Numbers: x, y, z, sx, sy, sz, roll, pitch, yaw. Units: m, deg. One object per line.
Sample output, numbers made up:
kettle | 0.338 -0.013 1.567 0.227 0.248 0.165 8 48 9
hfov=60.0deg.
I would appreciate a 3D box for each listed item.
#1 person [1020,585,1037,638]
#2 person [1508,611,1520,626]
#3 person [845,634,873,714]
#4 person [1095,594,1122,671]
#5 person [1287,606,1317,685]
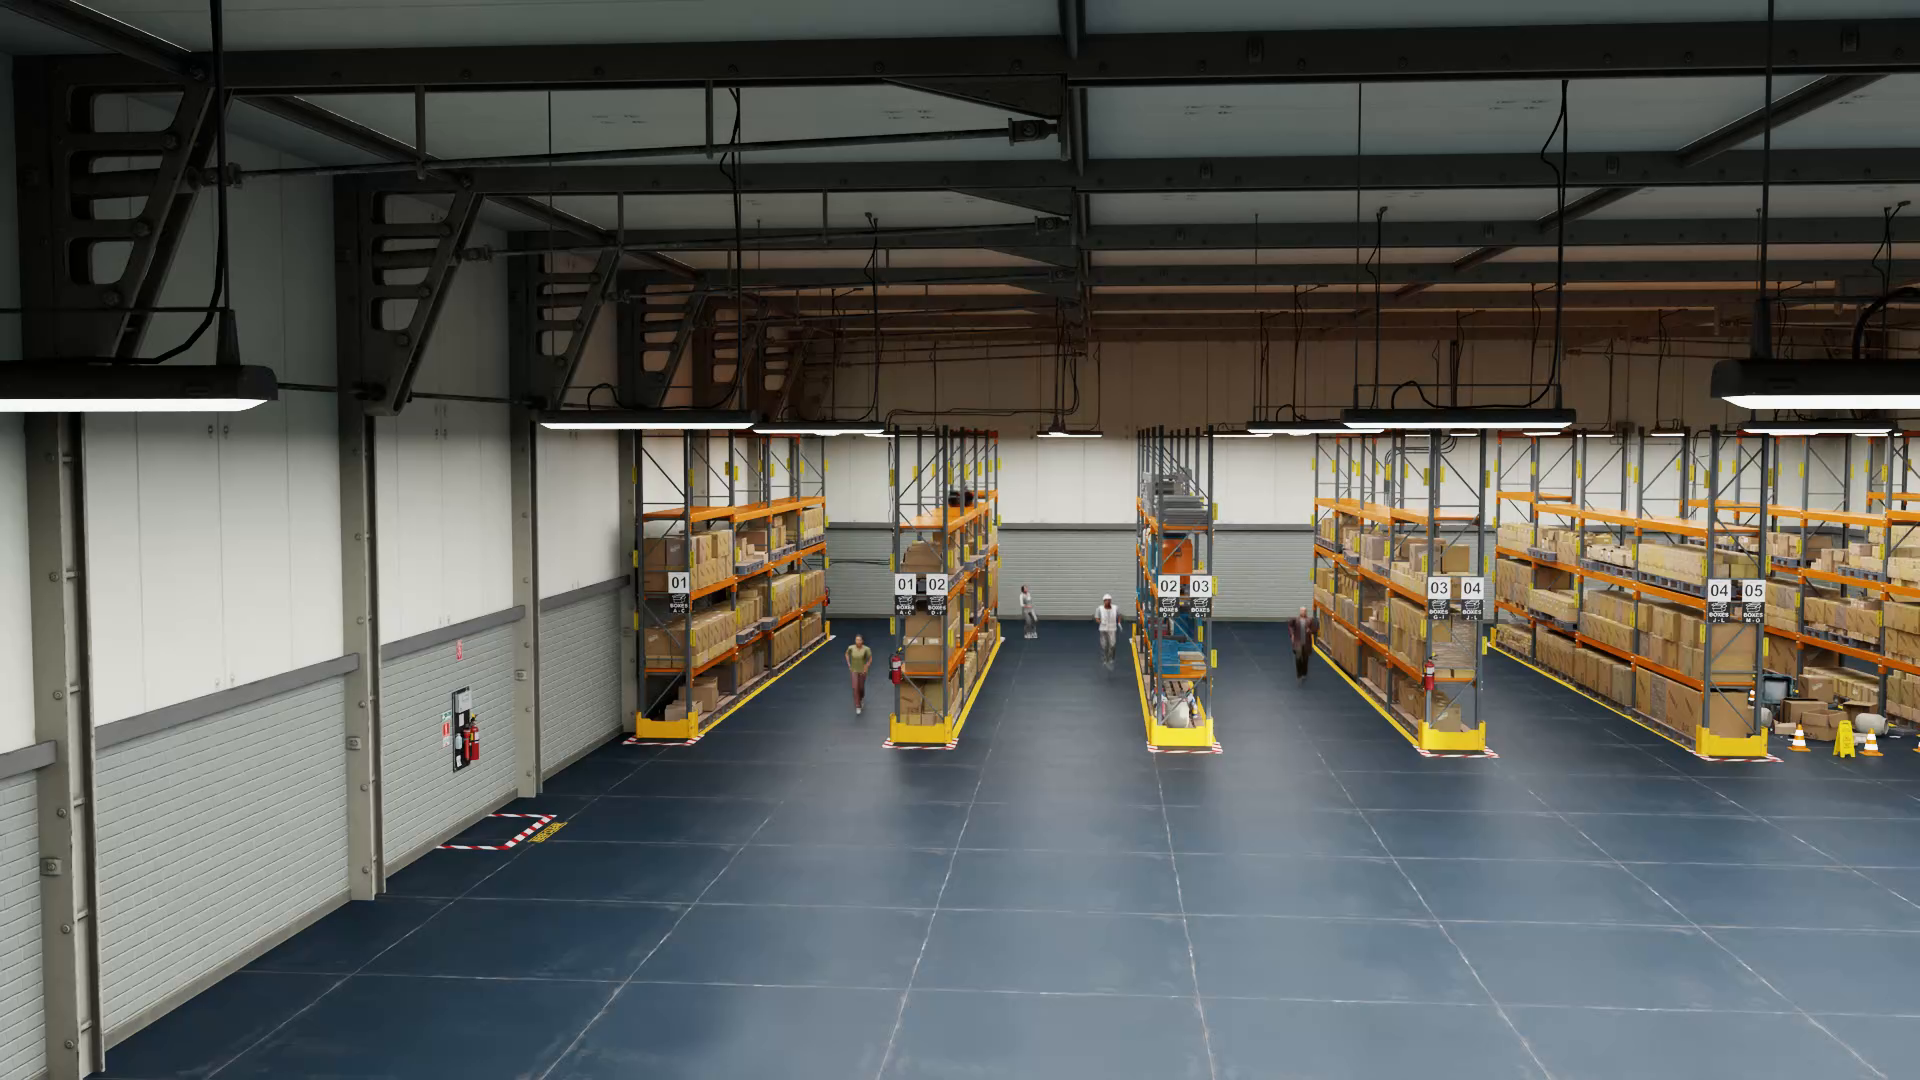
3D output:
person | 1.935 2.062 47.751 0.534 1.537 0.610 -2 4 -35
person | 15.746 1.986 47.221 0.972 1.784 0.662 -1 3 -11
person | -2.128 2.785 35.054 0.582 1.655 0.962 0 3 3
person | 3.544 2.212 39.689 0.662 1.835 0.780 0 3 2
person | 8.070 2.482 39.180 0.682 1.841 0.801 0 3 7
